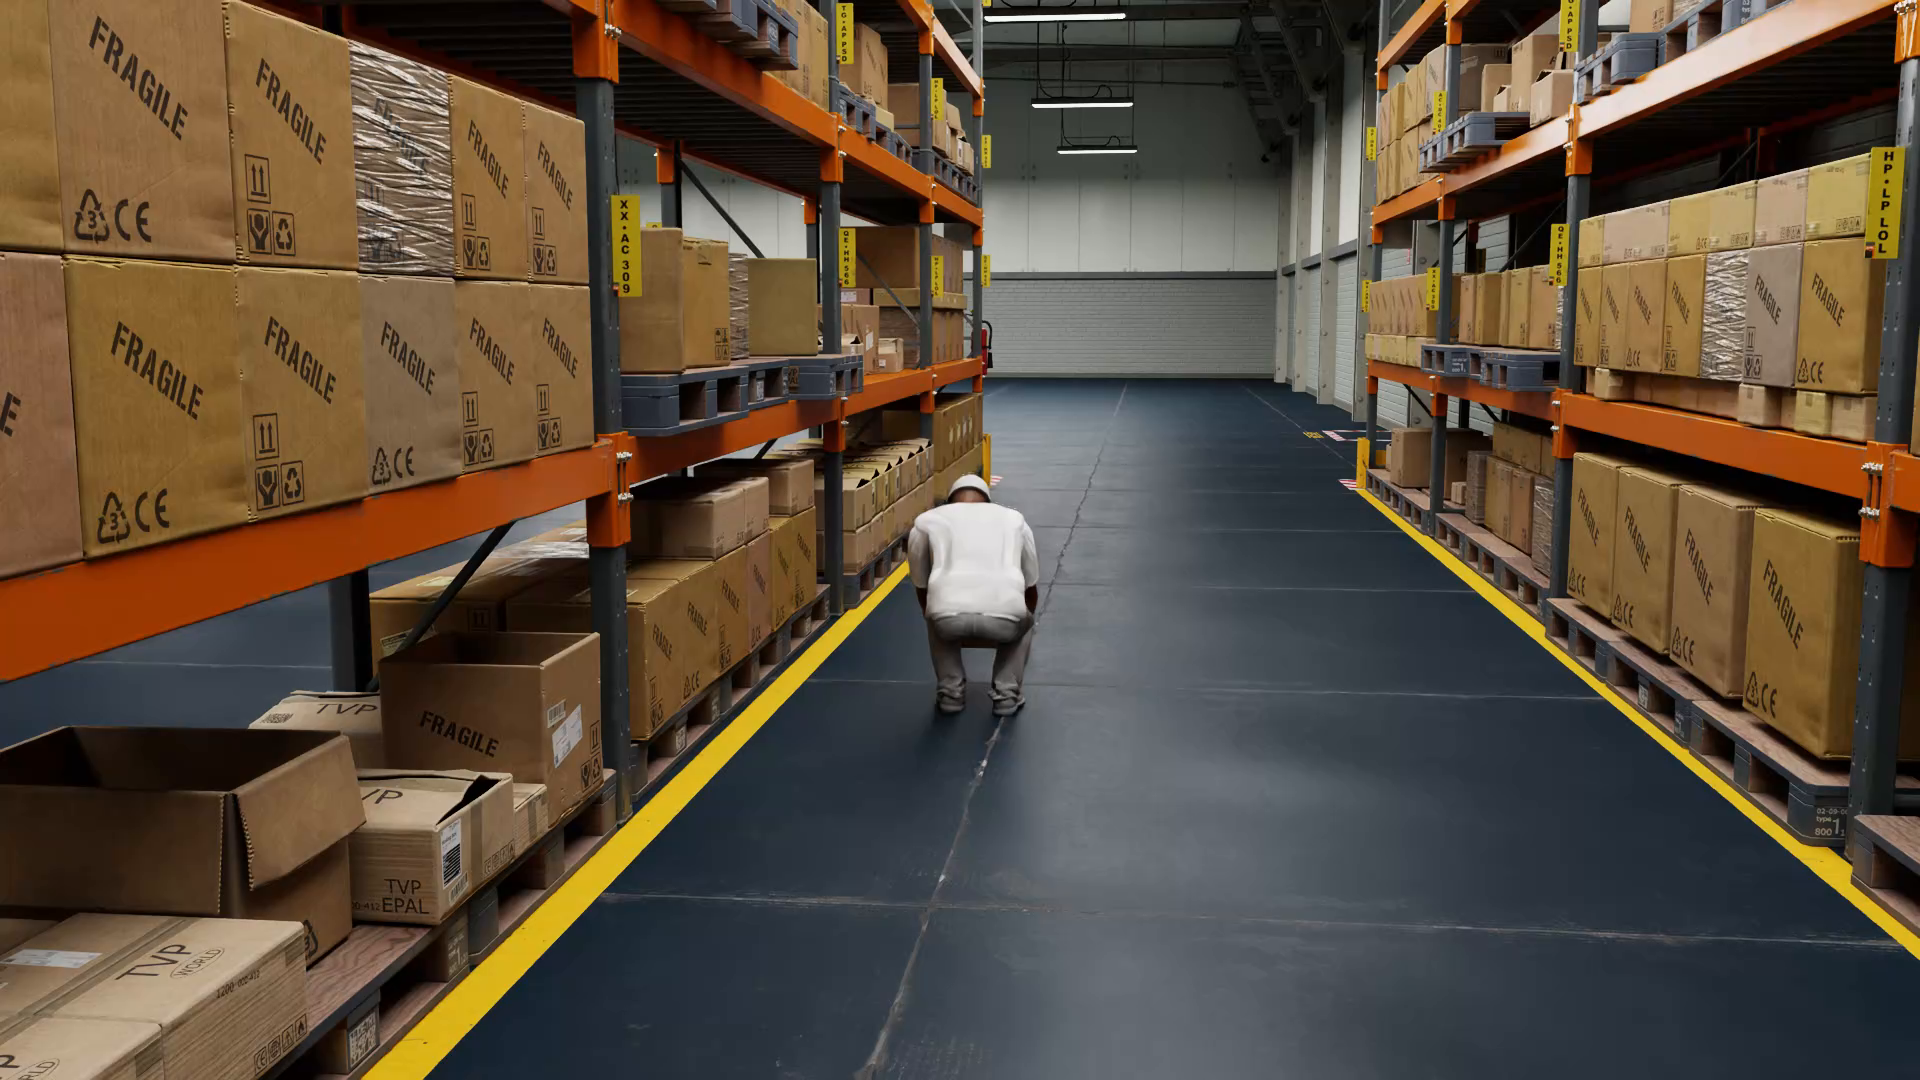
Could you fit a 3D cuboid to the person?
[{"bbox_3d":[0.050,0.233,7.382,0.586,1.001,0.894,1,8,5],"label":"person"}]
